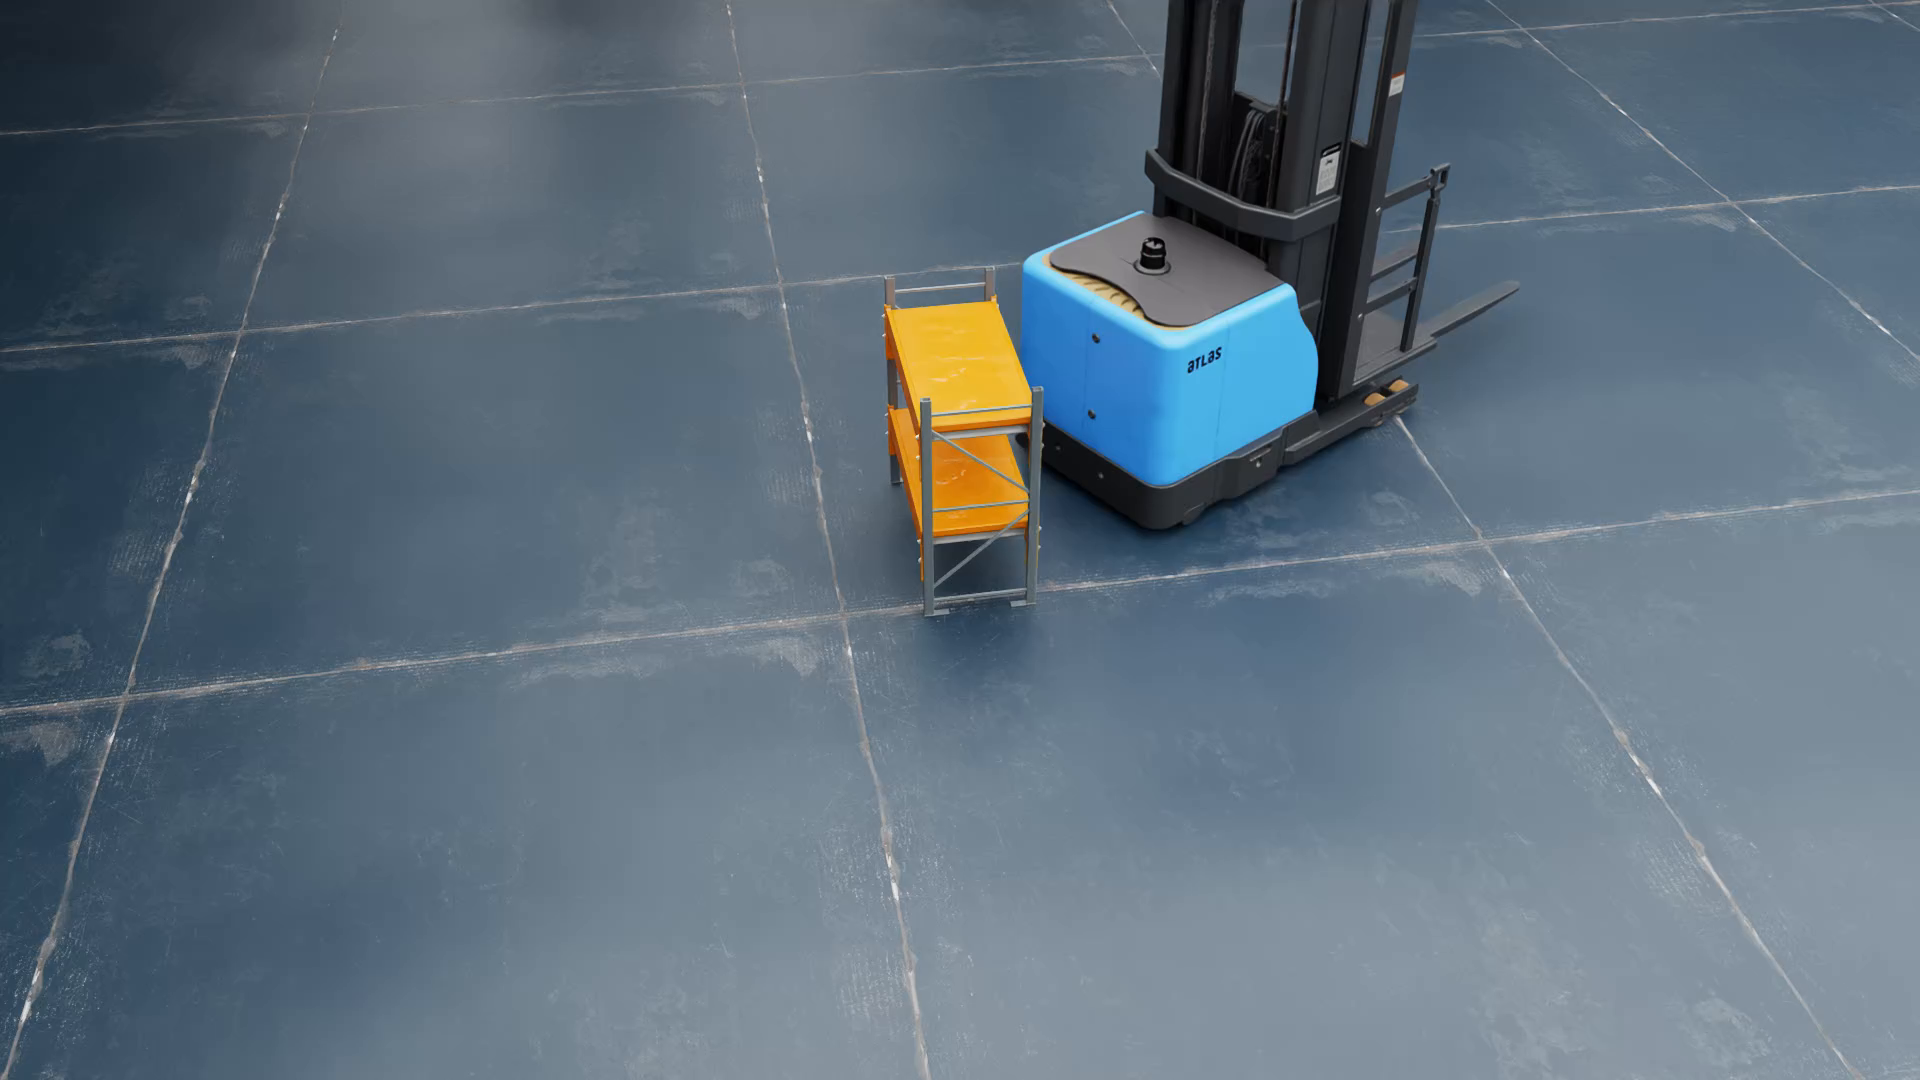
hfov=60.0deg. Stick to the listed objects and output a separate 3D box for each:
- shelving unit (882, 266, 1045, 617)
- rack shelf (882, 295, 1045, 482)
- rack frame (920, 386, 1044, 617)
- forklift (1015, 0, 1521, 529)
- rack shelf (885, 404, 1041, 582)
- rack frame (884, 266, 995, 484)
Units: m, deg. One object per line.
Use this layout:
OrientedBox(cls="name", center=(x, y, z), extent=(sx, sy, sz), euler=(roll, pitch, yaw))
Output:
OrientedBox(cls="shelving unit", center=(-0.001, -0.448, 7.410), extent=(0.538, 1.125, 1.048), euler=(-6, 38, -8))
OrientedBox(cls="rack shelf", center=(-0.001, -0.679, 7.231), extent=(0.538, 0.278, 1.000), euler=(-6, 38, -8))
OrientedBox(cls="rack frame", center=(0.088, -0.141, 7.015), extent=(0.500, 1.125, 0.032), euler=(-6, 38, -8))
OrientedBox(cls="forklift", center=(1.731, -1.963, 7.887), extent=(3.031, 2.935, 1.130), euler=(-27, 45, -30))
OrientedBox(cls="rack shelf", center=(-0.001, -0.255, 7.560), extent=(0.538, 0.278, 1.000), euler=(-6, 38, -8))
OrientedBox(cls="rack frame", center=(-0.090, -0.755, 7.805), extent=(0.500, 1.125, 0.032), euler=(-6, 38, -8))
